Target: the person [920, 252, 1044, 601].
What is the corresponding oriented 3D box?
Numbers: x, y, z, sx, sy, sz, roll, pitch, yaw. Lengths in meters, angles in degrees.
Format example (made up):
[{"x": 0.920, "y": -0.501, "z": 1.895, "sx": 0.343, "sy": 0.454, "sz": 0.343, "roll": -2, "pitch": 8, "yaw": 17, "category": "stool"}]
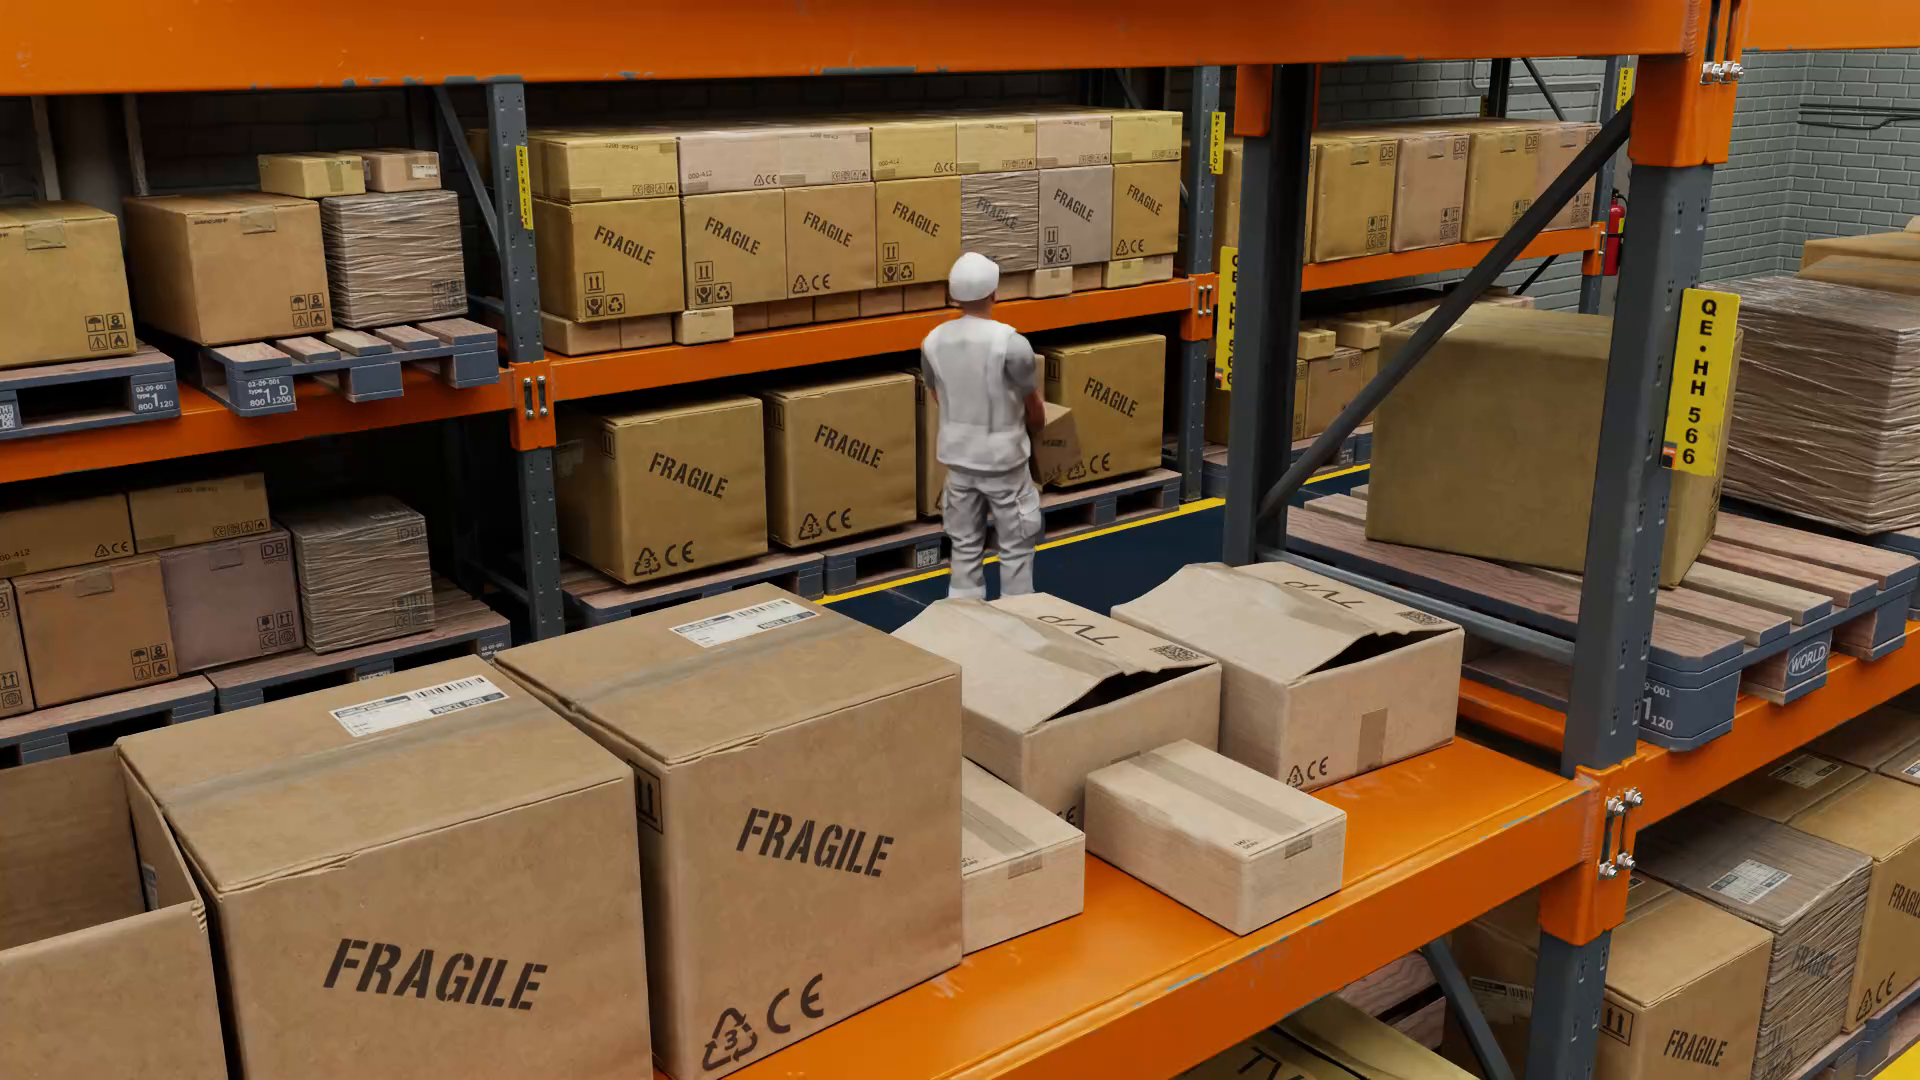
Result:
[{"x": 0.142, "y": -0.338, "z": 7.070, "sx": 0.558, "sy": 1.794, "sz": 0.528, "roll": 8, "pitch": 19, "yaw": 24, "category": "person"}]
